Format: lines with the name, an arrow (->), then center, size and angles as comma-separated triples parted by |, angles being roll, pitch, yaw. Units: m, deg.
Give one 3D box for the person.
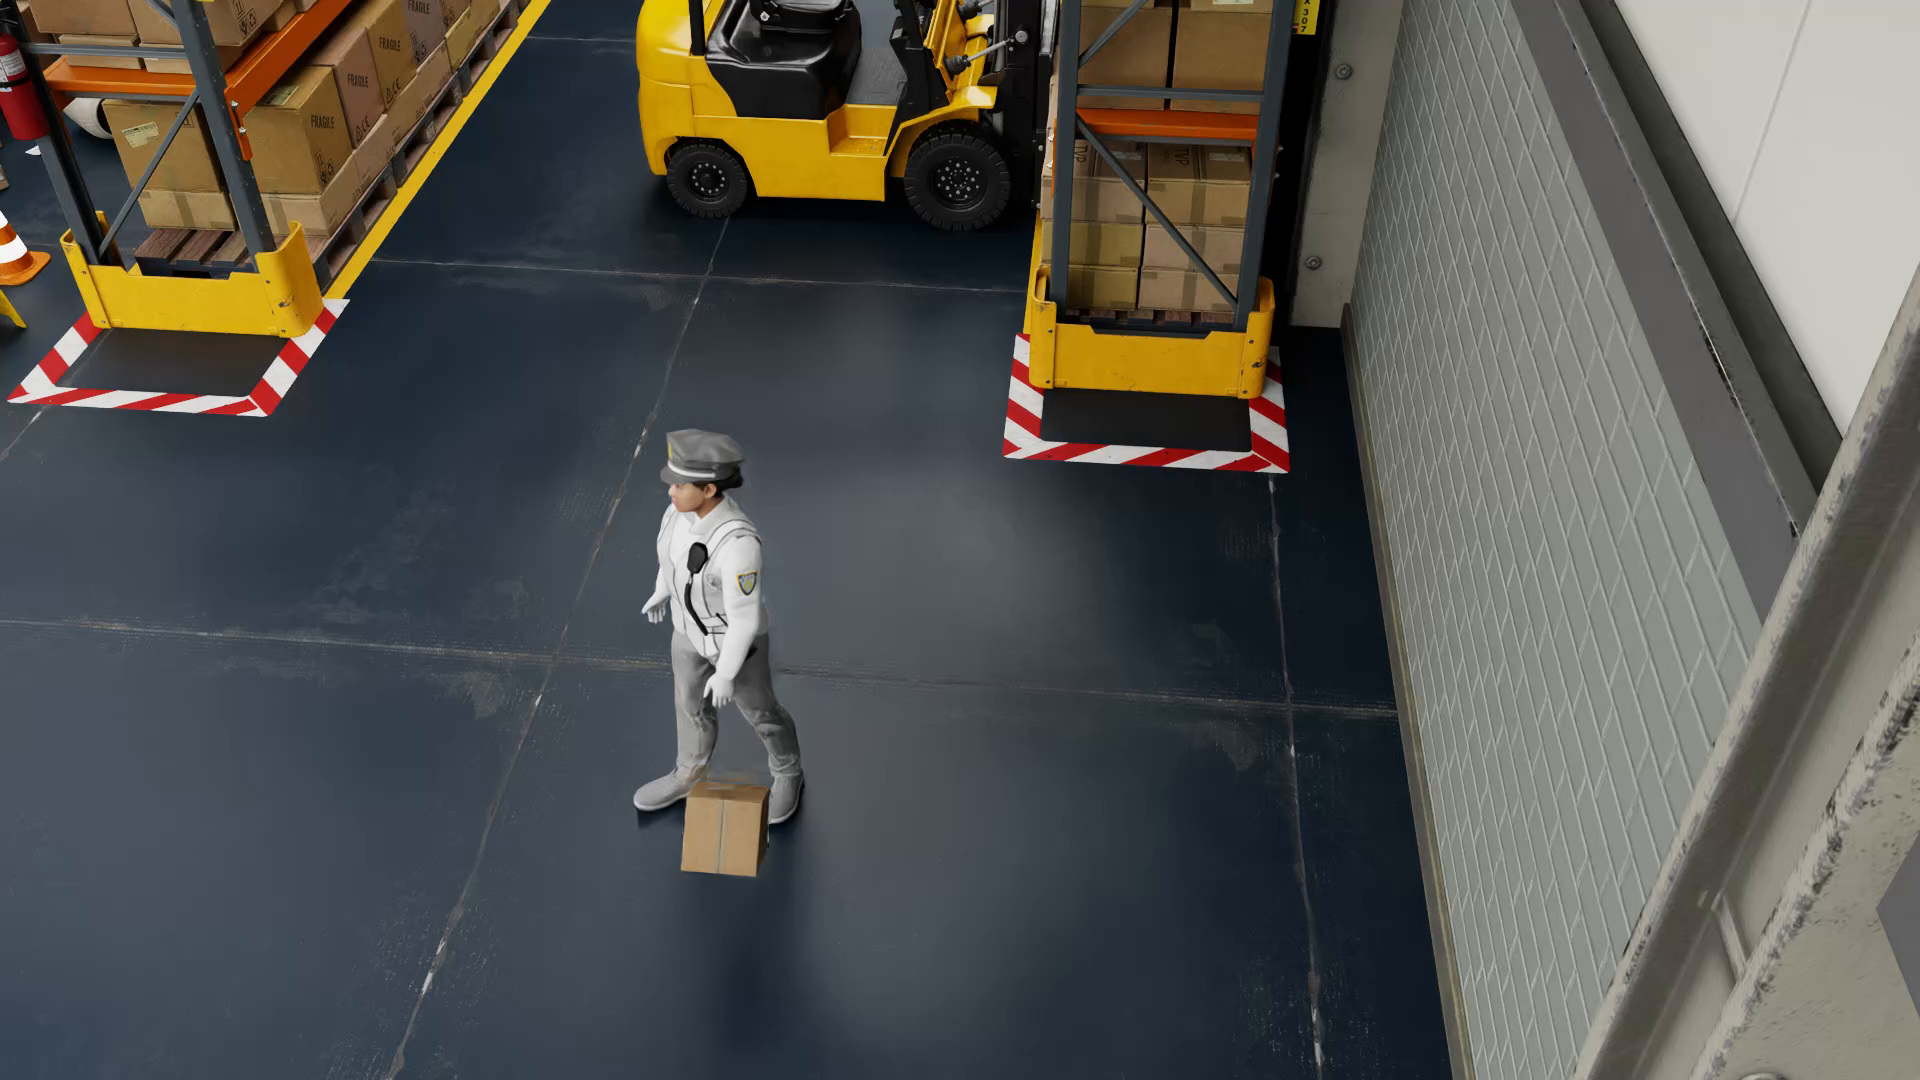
person -> -0.889, 0.326, 5.739 | 0.597, 1.672, 0.603 | -27, 47, -28
